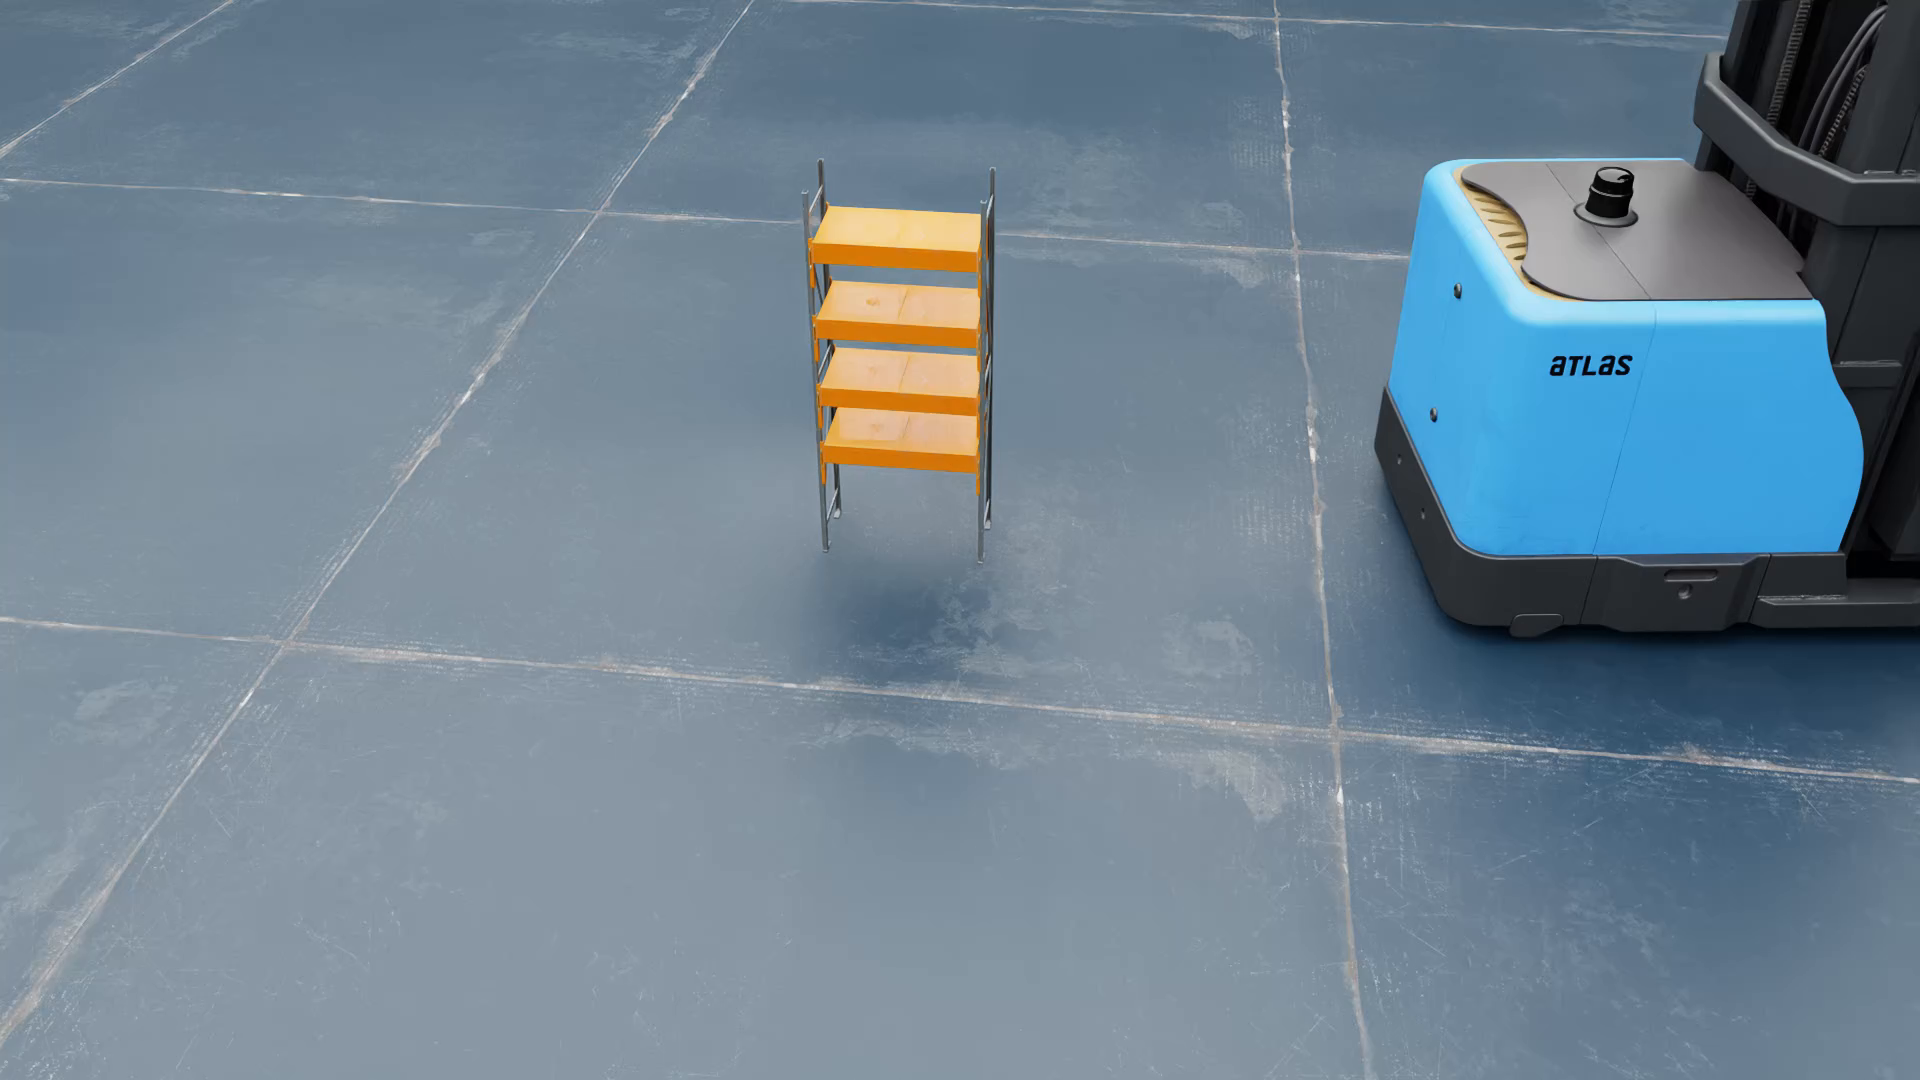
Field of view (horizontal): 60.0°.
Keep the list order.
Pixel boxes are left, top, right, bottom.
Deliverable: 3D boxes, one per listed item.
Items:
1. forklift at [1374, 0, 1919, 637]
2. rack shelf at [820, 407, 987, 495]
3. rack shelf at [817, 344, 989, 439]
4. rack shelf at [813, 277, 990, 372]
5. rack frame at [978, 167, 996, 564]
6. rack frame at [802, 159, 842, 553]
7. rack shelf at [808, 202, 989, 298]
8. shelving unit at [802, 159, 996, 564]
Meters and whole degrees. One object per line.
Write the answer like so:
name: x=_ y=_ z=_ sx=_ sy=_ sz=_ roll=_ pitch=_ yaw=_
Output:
forklift: x=2.905 y=-1.208 z=4.420 sx=3.031 sy=2.935 sz=1.130 roll=-1 pitch=36 yaw=-1
rack shelf: x=-0.164 y=-0.284 z=5.073 sx=0.480 sy=0.148 sz=0.258 roll=4 pitch=36 yaw=6
rack shelf: x=-0.164 y=-0.446 z=4.958 sx=0.480 sy=0.148 sz=0.258 roll=4 pitch=36 yaw=6
rack shelf: x=-0.164 y=-0.628 z=4.828 sx=0.480 sy=0.148 sz=0.258 roll=4 pitch=36 yaw=6
rack frame: x=0.078 y=-0.483 z=4.893 sx=0.015 sy=1.200 sz=0.240 roll=4 pitch=36 yaw=6
rack frame: x=-0.406 y=-0.519 z=4.944 sx=0.015 sy=1.200 sz=0.240 roll=4 pitch=36 yaw=6
rack shelf: x=-0.164 y=-0.820 z=4.690 sx=0.480 sy=0.148 sz=0.258 roll=4 pitch=36 yaw=6
shelving unit: x=-0.164 y=-0.501 z=4.919 sx=0.503 sy=1.200 sz=0.258 roll=4 pitch=36 yaw=6
